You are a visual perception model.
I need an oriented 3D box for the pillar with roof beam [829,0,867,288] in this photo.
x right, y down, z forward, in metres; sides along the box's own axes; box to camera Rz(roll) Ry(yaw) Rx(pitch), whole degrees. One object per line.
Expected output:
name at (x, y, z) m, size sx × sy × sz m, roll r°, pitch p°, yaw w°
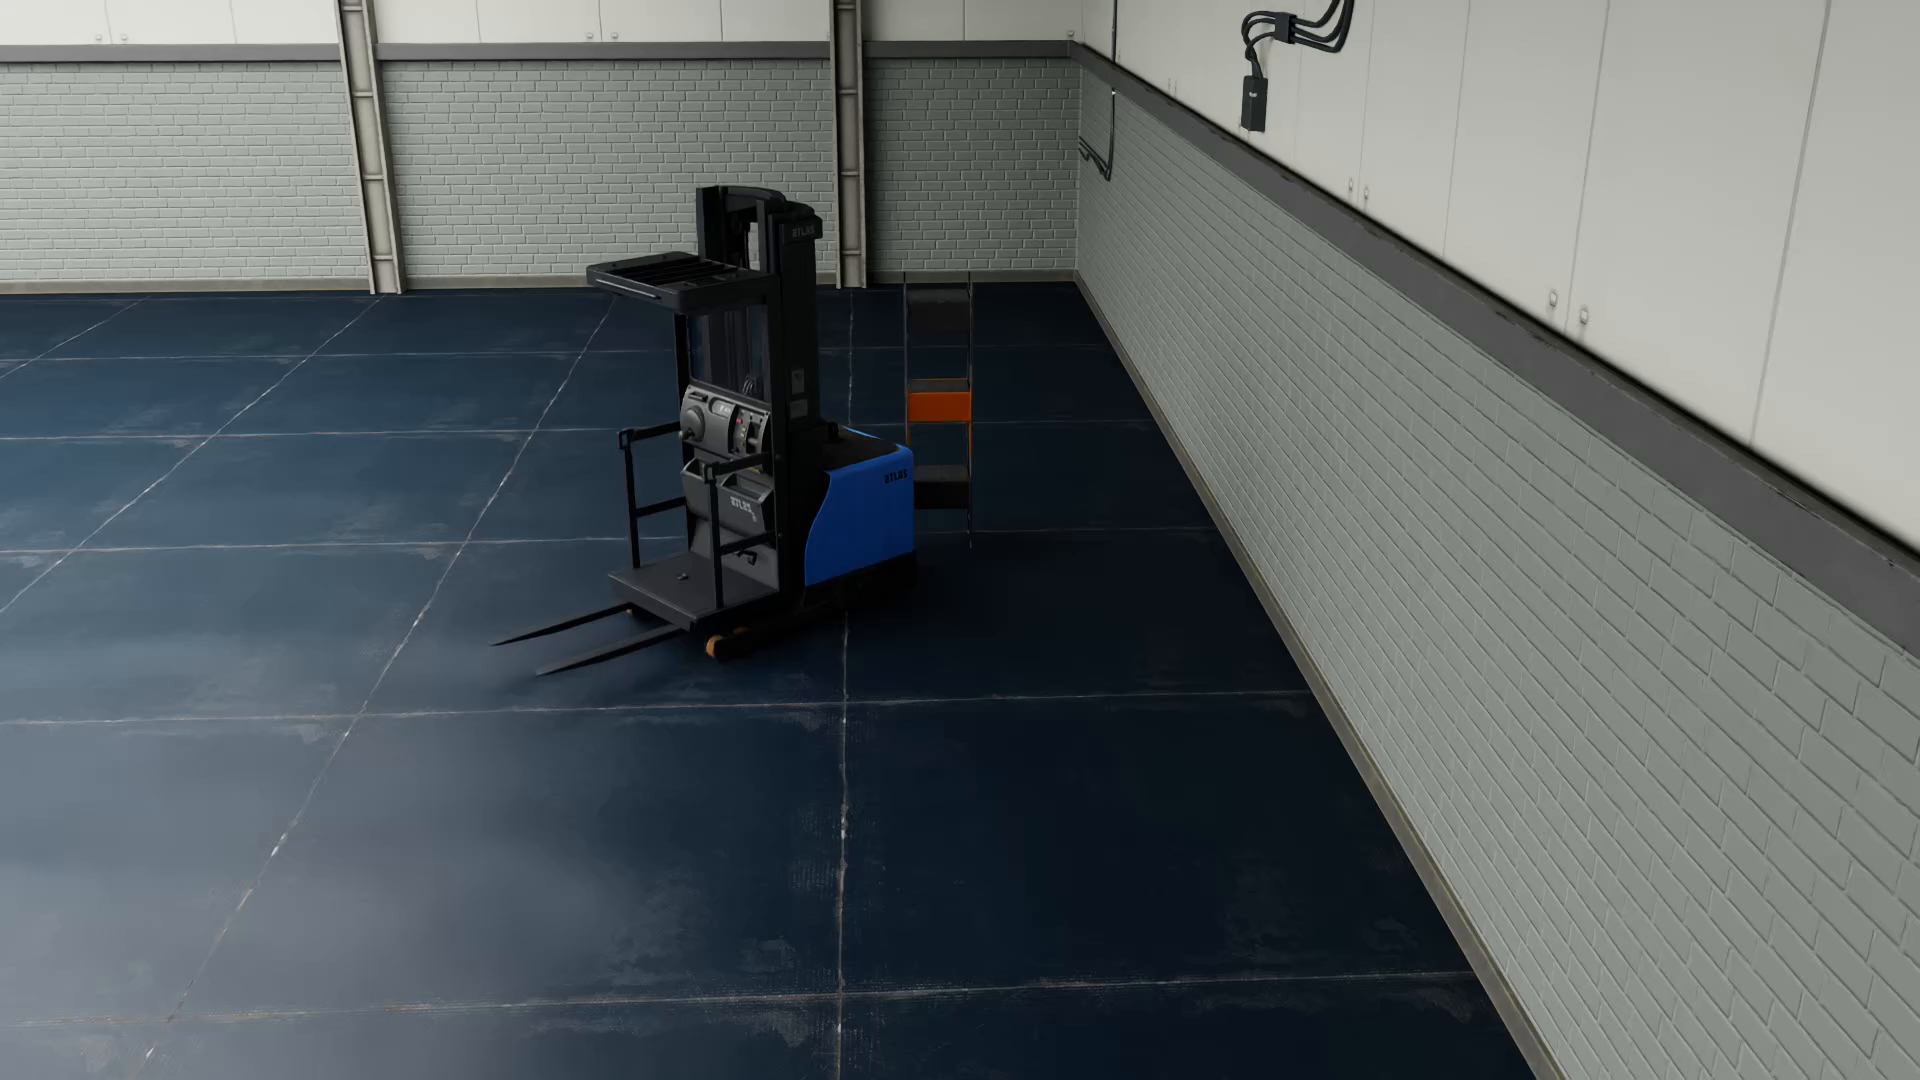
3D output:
pillar with roof beam at (-1.182, -6.031, 16.314) m, size 0.400 × 9.000 × 9.100 m, roll -1°, pitch 21°, yaw -3°

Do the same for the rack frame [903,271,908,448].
rack frame at (-0.409, -0.973, 12.726) m, size 0.015 × 2.100 × 0.400 m, roll -1°, pitch 21°, yaw -3°

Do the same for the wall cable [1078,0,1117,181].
wall cable at (1.589, -5.699, 19.806) m, size 0.112 × 2.526 × 3.097 m, roll -1°, pitch 21°, yaw -3°

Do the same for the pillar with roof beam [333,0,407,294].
pillar with roof beam at (-7.172, -5.909, 15.994) m, size 0.400 × 9.000 × 9.100 m, roll -1°, pitch 21°, yaw -3°

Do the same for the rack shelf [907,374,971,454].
rack shelf at (-0.165, -0.965, 12.743) m, size 0.480 × 0.518 × 0.431 m, roll -1°, pitch 21°, yaw -3°

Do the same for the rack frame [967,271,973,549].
rack frame at (0.078, -0.983, 12.752) m, size 0.015 × 2.100 × 0.400 m, roll -1°, pitch 21°, yaw -3°

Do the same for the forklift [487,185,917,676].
forklift at (-1.734, -0.781, 11.053) m, size 3.031 × 2.935 × 1.130 m, roll -19°, pitch 28°, yaw -40°

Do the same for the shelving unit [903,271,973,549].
shelving unit at (-0.165, -0.978, 12.739) m, size 0.503 × 2.100 × 0.431 m, roll -1°, pitch 21°, yaw -3°

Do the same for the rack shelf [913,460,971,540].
rack shelf at (-0.165, -0.311, 12.992) m, size 0.480 × 0.518 × 0.431 m, roll -1°, pitch 21°, yaw -3°

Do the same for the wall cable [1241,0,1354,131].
wall cable at (2.115, -5.367, 9.790) m, size 0.169 × 6.003 × 2.305 m, roll -1°, pitch 21°, yaw -3°

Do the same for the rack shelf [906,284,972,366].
rack shelf at (-0.165, -1.619, 12.494) m, size 0.480 × 0.518 × 0.431 m, roll -1°, pitch 21°, yaw -3°
